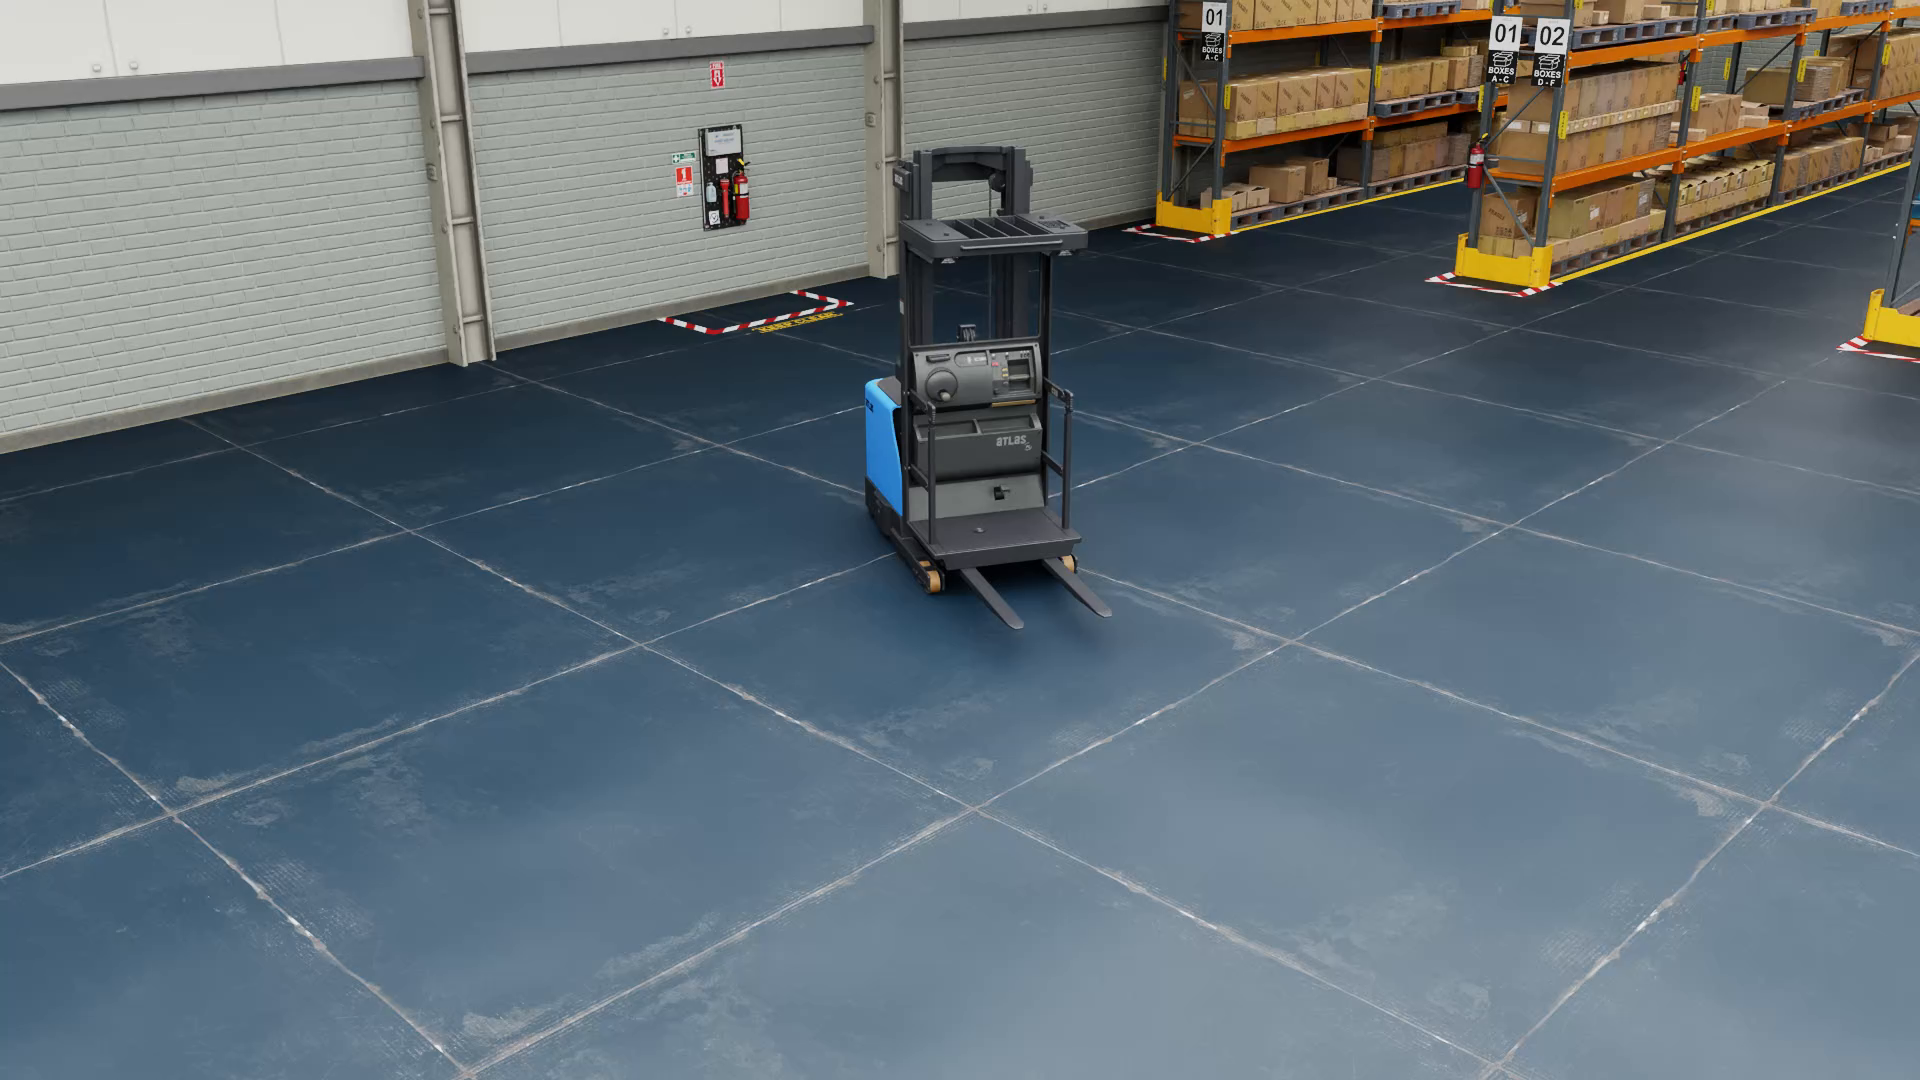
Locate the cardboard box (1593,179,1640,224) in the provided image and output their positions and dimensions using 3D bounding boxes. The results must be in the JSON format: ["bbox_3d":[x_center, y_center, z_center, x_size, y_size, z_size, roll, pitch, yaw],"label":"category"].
[{"bbox_3d":[8.847,-4.600,22.563,0.500,0.500,0.500,19,28,41],"label":"cardboard box"}]

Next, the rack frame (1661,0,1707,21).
[{"bbox_3d":[9.717,-8.566,22.319,1.000,3.000,0.127,19,28,41],"label":"rack frame"}]

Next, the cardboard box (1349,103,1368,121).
[{"bbox_3d":[6.052,-6.747,26.128,0.500,0.250,0.500,19,28,41],"label":"cardboard box"}]

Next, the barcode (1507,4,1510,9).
[{"bbox_3d":[6.792,-6.607,20.594,0.001,0.075,0.075,19,28,41],"label":"barcode"}]

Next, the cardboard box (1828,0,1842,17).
[{"bbox_3d":[13.507,-8.627,26.517,0.910,0.500,0.500,19,28,41],"label":"cardboard box"}]

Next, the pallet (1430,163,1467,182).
[{"bbox_3d":[8.410,-6.531,29.273,1.003,0.211,1.213,19,28,41],"label":"pallet"}]

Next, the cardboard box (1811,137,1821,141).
[{"bbox_3d":[14.422,-6.658,28.587,0.500,0.500,0.500,-20,28,-41],"label":"cardboard box"}]

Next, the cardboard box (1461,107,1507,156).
[{"bbox_3d":[9.563,-7.382,30.011,0.750,0.750,0.750,19,28,40],"label":"cardboard box"}]

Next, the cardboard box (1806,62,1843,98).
[{"bbox_3d":[14.110,-7.596,27.431,0.700,0.500,0.500,12,24,27],"label":"cardboard box"}]

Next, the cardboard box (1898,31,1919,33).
[{"bbox_3d":[17.265,-8.916,30.059,0.500,0.500,0.500,-19,28,-41],"label":"cardboard box"}]

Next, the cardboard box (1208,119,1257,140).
[{"bbox_3d":[3.943,-5.962,24.087,0.500,0.250,0.500,18,28,39],"label":"cardboard box"}]

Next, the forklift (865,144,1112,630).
[{"bbox_3d":[0.195,-1.153,11.489,1.130,2.935,3.031,-7,22,-17],"label":"forklift"}]

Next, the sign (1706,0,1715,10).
[{"bbox_3d":[10.116,-7.306,22.390,0.100,0.325,0.005,19,28,41],"label":"sign"}]

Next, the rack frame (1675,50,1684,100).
[{"bbox_3d":[14.537,-10.090,34.644,1.000,3.000,0.127,19,28,41],"label":"rack frame"}]

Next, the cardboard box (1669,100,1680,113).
[{"bbox_3d":[9.681,-5.992,22.940,0.380,0.149,0.250,19,28,41],"label":"cardboard box"}]

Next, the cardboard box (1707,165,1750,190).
[{"bbox_3d":[11.607,-5.508,25.190,0.500,0.311,0.500,19,28,40],"label":"cardboard box"}]

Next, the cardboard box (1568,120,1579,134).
[{"bbox_3d":[7.537,-5.203,20.887,0.380,0.149,0.250,18,28,39],"label":"cardboard box"}]

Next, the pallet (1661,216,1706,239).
[{"bbox_3d":[10.203,-4.664,24.414,1.003,0.211,1.213,19,28,41],"label":"pallet"}]

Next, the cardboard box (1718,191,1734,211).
[{"bbox_3d":[11.249,-5.116,24.951,0.500,0.250,0.500,-20,28,-41],"label":"cardboard box"}]

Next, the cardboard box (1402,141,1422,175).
[{"bbox_3d":[7.376,-6.503,28.185,0.700,0.500,0.500,20,28,41],"label":"cardboard box"}]

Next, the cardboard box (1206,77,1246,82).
[{"bbox_3d":[3.910,-6.567,24.616,0.500,0.500,0.500,-20,29,-41],"label":"cardboard box"}]

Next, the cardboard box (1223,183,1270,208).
[{"bbox_3d":[4.320,-5.229,25.133,0.500,0.311,0.500,-17,27,-38],"label":"cardboard box"}]

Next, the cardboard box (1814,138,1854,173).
[{"bbox_3d":[14.808,-6.538,28.274,0.500,0.500,0.500,19,28,41],"label":"cardboard box"}]

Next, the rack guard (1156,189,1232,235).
[{"bbox_3d":[3.428,-4.830,24.443,1.175,0.500,0.348,19,28,41],"label":"rack guard"}]

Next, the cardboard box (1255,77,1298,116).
[{"bbox_3d":[4.640,-6.569,24.622,0.500,0.500,0.500,18,27,39],"label":"cardboard box"}]

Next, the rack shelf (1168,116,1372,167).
[{"bbox_3d":[4.770,-6.155,25.410,1.077,0.370,4.000,19,28,41],"label":"rack shelf"}]

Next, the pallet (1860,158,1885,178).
[{"bbox_3d":[15.778,-6.697,29.705,1.003,0.211,1.213,19,28,41],"label":"pallet"}]

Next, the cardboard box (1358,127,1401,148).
[{"bbox_3d":[6.972,-6.701,27.654,0.500,0.250,0.500,19,28,40],"label":"cardboard box"}]

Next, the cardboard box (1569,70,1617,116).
[{"bbox_3d":[8.013,-5.787,21.502,0.700,0.500,0.500,19,28,41],"label":"cardboard box"}]

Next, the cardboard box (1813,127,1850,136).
[{"bbox_3d":[15.492,-7.079,29.681,0.500,0.500,0.500,19,28,41],"label":"cardboard box"}]

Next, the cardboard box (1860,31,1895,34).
[{"bbox_3d":[16.525,-8.922,30.072,0.500,0.500,0.500,19,28,40],"label":"cardboard box"}]

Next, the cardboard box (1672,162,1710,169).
[{"bbox_3d":[11.214,-5.640,25.533,0.500,0.311,0.500,18,28,39],"label":"cardboard box"}]

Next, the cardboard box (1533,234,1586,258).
[{"bbox_3d":[7.807,-3.862,21.689,0.500,0.250,0.500,19,28,41],"label":"cardboard box"}]

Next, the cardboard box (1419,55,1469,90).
[{"bbox_3d":[8.265,-8.012,28.485,0.700,0.500,0.500,16,26,36],"label":"cardboard box"}]

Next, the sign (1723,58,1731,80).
[{"bbox_3d":[12.112,-7.431,26.224,0.100,0.325,0.005,19,28,41],"label":"sign"}]

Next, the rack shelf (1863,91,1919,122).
[{"bbox_3d":[16.693,-8.001,30.213,1.077,0.370,4.000,19,28,41],"label":"rack shelf"}]

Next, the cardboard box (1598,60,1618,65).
[{"bbox_3d":[12.136,-9.337,32.267,0.700,0.700,0.980,-20,28,-41],"label":"cardboard box"}]

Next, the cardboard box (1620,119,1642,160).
[{"bbox_3d":[8.696,-5.432,22.387,0.500,0.500,0.700,-20,28,-41],"label":"cardboard box"}]

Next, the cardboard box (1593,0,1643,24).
[{"bbox_3d":[8.281,-6.805,20.997,0.500,0.500,0.500,19,28,41],"label":"cardboard box"}]

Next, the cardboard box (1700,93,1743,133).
[{"bbox_3d":[11.349,-6.406,24.920,0.500,0.500,0.500,17,27,38],"label":"cardboard box"}]

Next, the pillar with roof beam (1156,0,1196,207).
[{"bbox_3d":[6.328,-8.096,21.096,9.100,9.000,0.400,19,28,41],"label":"pillar with roof beam"}]

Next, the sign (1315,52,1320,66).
[{"bbox_3d":[5.765,-7.683,26.770,0.100,0.325,0.005,19,28,41],"label":"sign"}]

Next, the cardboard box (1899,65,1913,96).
[{"bbox_3d":[16.554,-8.193,29.569,0.500,0.500,0.500,19,28,40],"label":"cardboard box"}]

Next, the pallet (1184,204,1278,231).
[{"bbox_3d":[4.020,-4.895,25.015,1.003,0.211,1.213,19,28,41],"label":"pallet"}]

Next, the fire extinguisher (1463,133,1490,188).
[{"bbox_3d":[6.512,-4.788,20.958,0.296,0.674,0.183,19,28,41],"label":"fire extinguisher"}]

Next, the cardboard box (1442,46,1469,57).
[{"bbox_3d":[8.523,-8.405,28.606,0.380,0.149,0.250,14,25,32],"label":"cardboard box"}]

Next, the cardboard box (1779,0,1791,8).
[{"bbox_3d":[12.232,-8.190,25.144,0.500,0.250,0.500,17,27,37],"label":"cardboard box"}]

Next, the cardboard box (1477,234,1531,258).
[{"bbox_3d":[7.089,-3.862,21.690,0.500,0.250,0.500,19,28,41],"label":"cardboard box"}]

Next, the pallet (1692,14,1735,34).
[{"bbox_3d":[10.323,-7.307,23.490,0.805,0.209,1.217,18,27,39],"label":"pallet"}]

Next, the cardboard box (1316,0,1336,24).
[{"bbox_3d":[5.269,-7.991,24.835,0.500,0.500,0.500,18,27,39],"label":"cardboard box"}]

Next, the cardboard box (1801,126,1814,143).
[{"bbox_3d":[14.089,-6.891,28.147,0.500,0.250,0.500,19,28,41],"label":"cardboard box"}]

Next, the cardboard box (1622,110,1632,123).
[{"bbox_3d":[8.611,-5.597,21.912,0.250,0.149,0.380,-19,28,-40],"label":"cardboard box"}]

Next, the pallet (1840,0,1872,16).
[{"bbox_3d":[14.072,-8.718,27.155,1.213,0.211,1.003,19,28,41],"label":"pallet"}]

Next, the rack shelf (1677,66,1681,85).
[{"bbox_3d":[13.142,-9.240,33.436,1.077,0.370,4.000,19,28,41],"label":"rack shelf"}]

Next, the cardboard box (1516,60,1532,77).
[{"bbox_3d":[9.850,-8.421,29.721,0.500,0.500,0.500,-19,28,-40],"label":"cardboard box"}]
